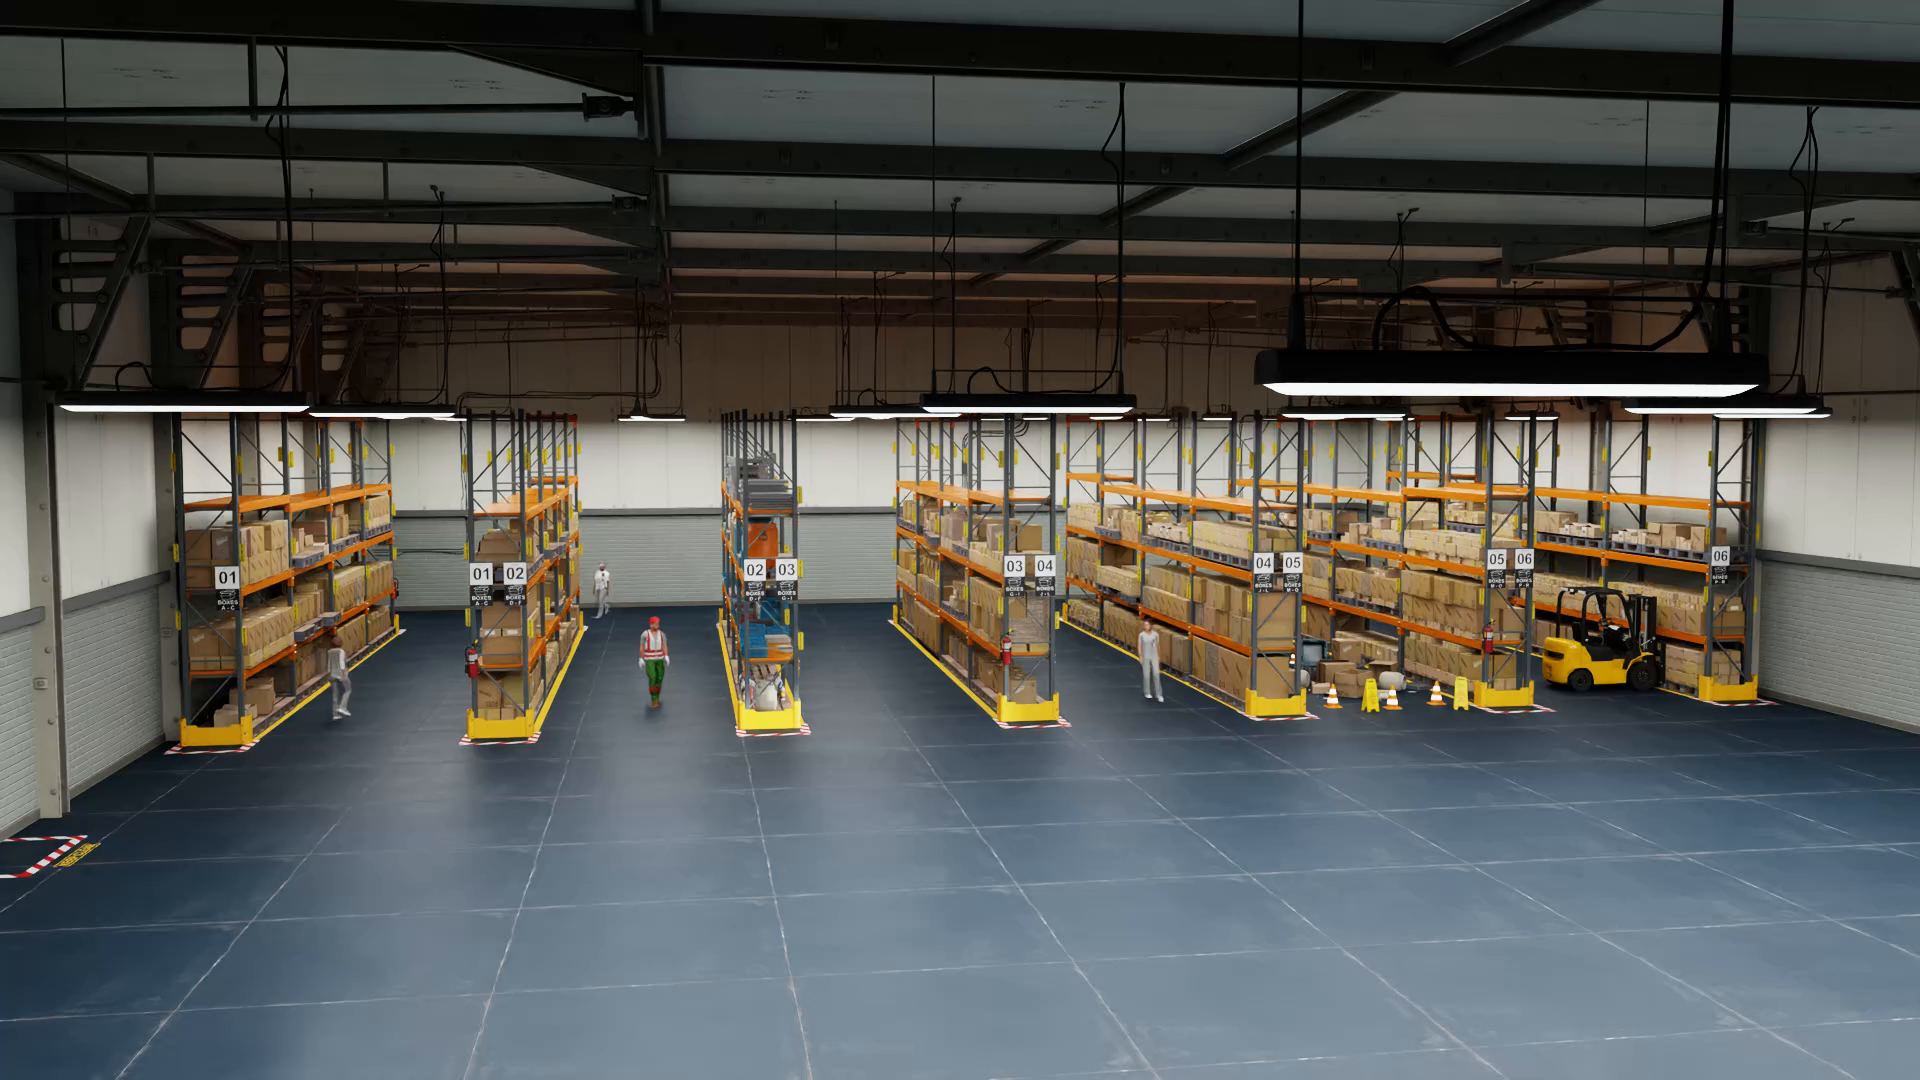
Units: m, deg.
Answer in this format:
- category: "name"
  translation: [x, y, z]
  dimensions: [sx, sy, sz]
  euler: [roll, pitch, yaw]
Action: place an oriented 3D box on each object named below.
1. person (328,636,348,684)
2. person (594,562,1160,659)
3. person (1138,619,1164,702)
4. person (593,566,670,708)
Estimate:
- category: "person"
  translation: [-12.082, 2.345, 32.254]
  dimensions: [0.412, 0.939, 0.364]
  euler: [0, 4, 2]
- category: "person"
  translation: [-3.255, 1.957, 41.958]
  dimensions: [19.756, 1.666, 7.666]
  euler: [2, 4, 25]
- category: "person"
  translation: [3.967, 2.487, 34.540]
  dimensions: [0.553, 1.682, 0.640]
  euler: [0, 4, 6]
- category: "person"
  translation: [-8.395, 1.960, 41.437]
  dimensions: [5.233, 1.813, 15.748]
  euler: [-3, 5, -33]
